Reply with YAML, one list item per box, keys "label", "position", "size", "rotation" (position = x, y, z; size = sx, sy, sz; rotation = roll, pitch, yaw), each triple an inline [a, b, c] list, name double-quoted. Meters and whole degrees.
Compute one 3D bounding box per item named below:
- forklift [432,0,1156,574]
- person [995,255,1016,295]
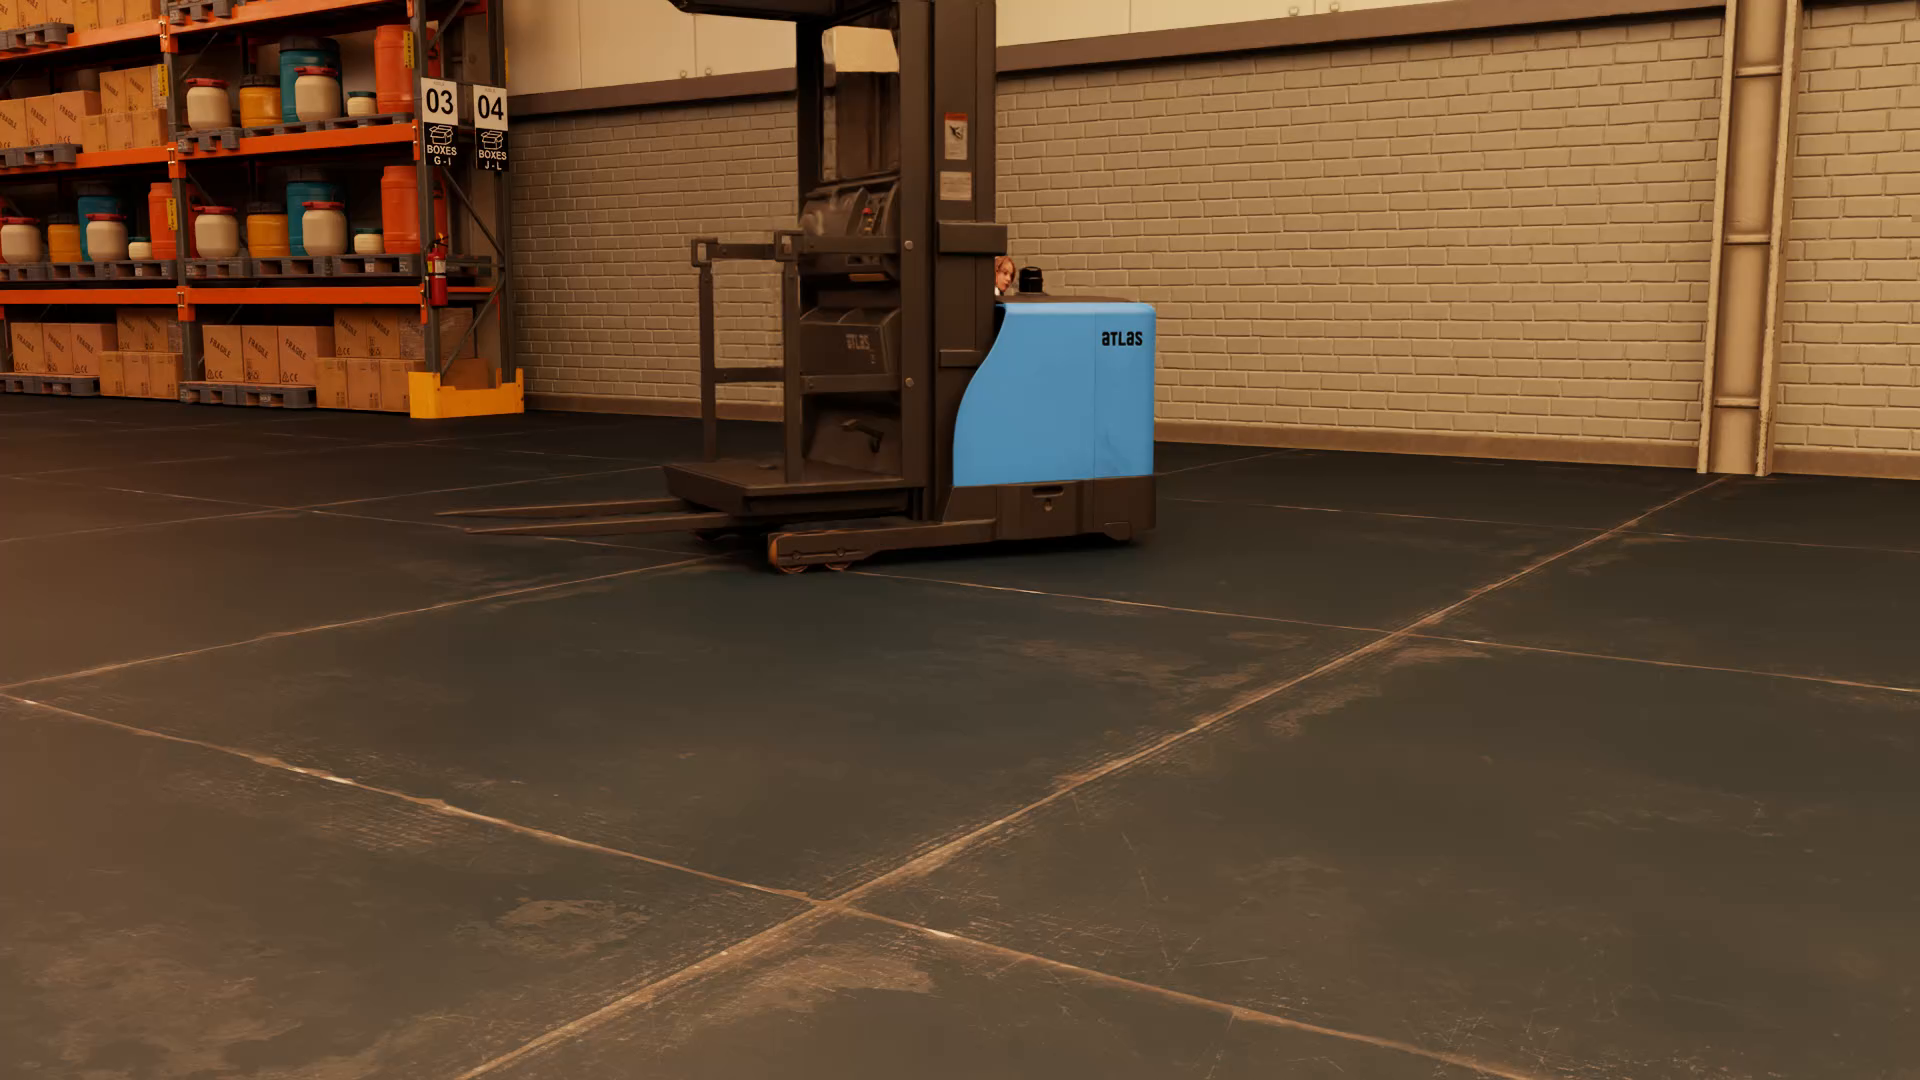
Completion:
- label: "forklift"
  position: [-0.665, -1.399, 7.034]
  size: [3.031, 2.935, 1.130]
  rotation: [-4, 9, -28]
- label: "person"
  position: [0.262, -0.997, 9.878]
  size: [0.620, 1.381, 0.661]
  rotation: [-5, 9, -31]
